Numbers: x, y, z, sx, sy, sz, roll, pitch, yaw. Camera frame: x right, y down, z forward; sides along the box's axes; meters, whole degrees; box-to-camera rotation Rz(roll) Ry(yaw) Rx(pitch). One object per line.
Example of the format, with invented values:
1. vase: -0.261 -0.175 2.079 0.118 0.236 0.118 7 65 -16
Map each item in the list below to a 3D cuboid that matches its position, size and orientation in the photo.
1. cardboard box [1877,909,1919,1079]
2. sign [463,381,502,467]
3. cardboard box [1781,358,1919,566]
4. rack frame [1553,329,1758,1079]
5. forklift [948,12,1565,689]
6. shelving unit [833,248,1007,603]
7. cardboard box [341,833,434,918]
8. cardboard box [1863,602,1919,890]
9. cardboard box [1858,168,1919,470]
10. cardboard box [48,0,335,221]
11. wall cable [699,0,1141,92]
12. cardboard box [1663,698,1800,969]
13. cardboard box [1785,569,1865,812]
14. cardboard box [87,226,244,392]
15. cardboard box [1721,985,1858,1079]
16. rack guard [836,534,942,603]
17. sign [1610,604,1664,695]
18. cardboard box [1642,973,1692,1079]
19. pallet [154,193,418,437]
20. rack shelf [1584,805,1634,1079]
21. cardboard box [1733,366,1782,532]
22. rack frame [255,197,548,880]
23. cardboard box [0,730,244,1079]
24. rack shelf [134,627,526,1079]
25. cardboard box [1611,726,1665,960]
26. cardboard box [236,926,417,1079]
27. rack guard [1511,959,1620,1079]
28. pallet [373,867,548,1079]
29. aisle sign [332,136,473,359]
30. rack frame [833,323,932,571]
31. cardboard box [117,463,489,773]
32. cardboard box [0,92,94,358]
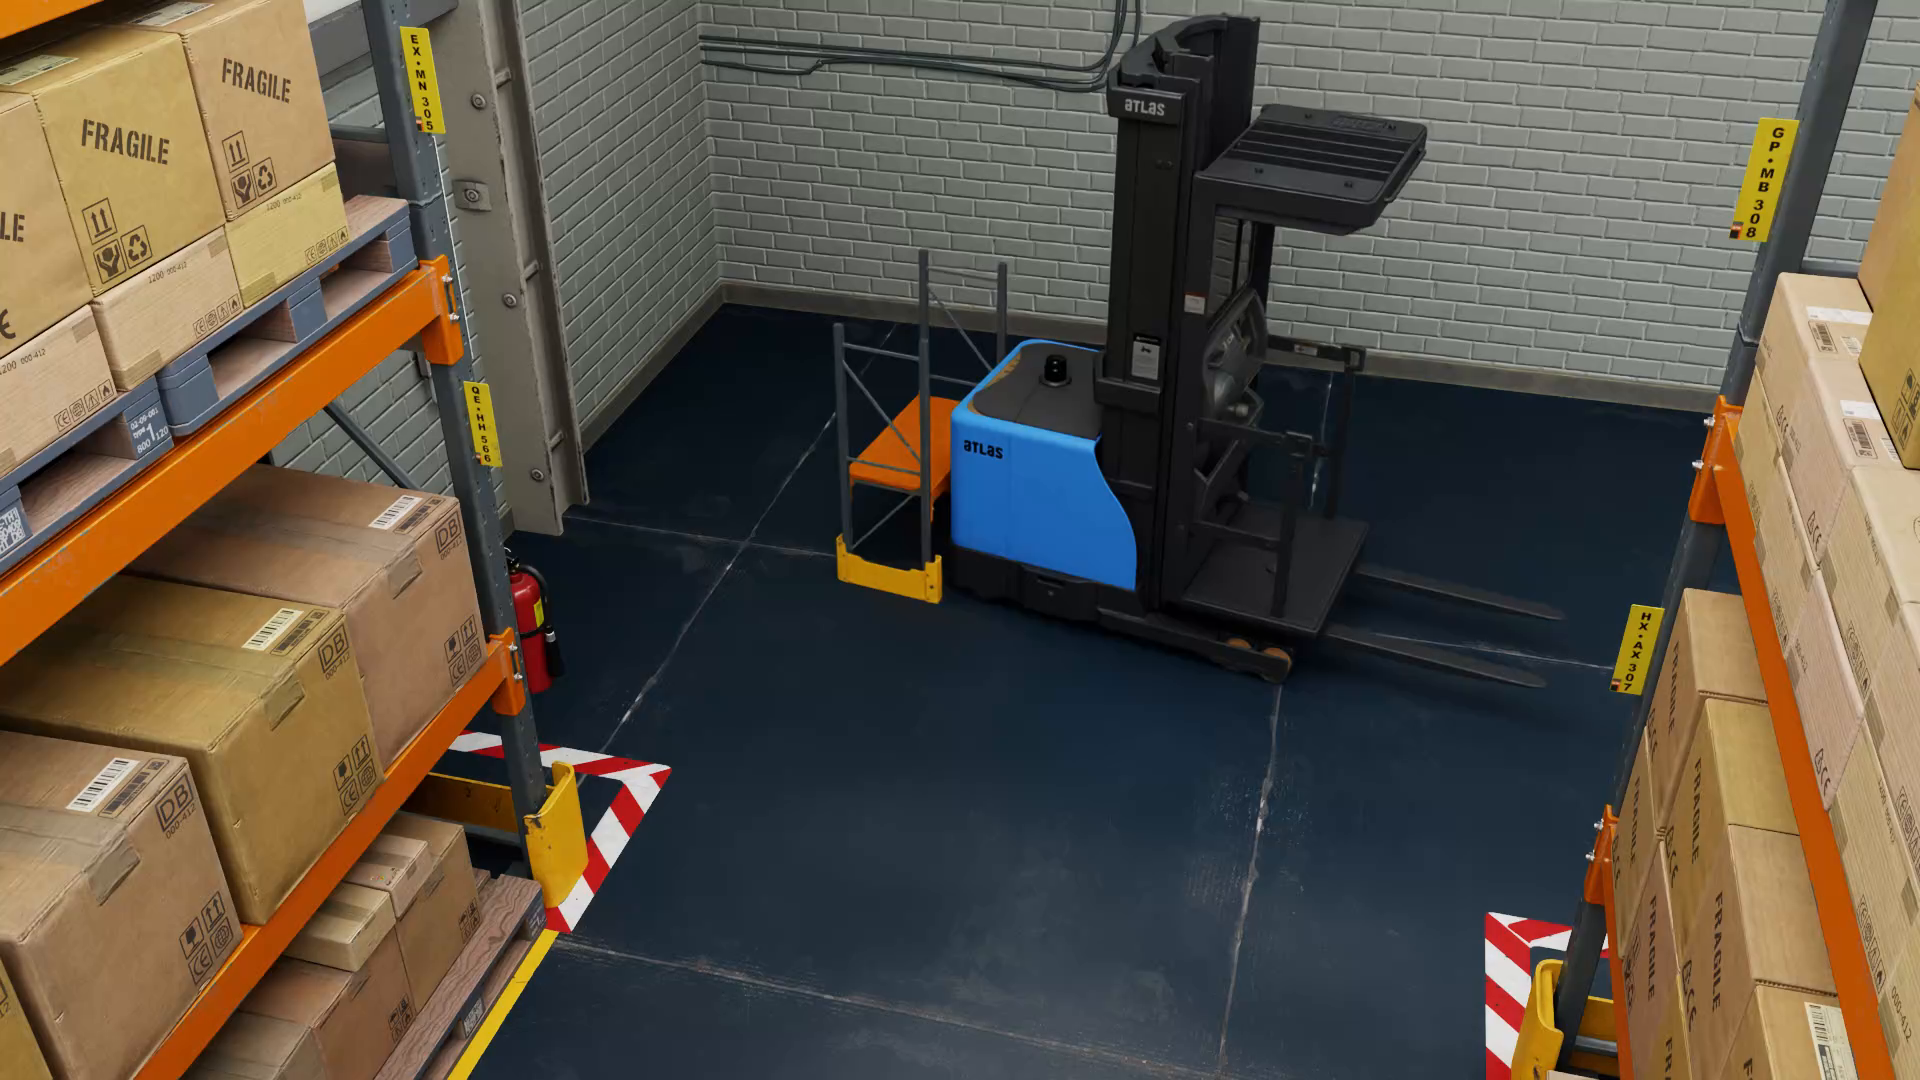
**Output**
1. cardboard box: 1.715 0.845 2.469 0.500 0.250 0.500 8 33 12
2. sign: -1.663 -0.401 5.785 0.100 0.325 0.005 8 33 12
3. cardboard box: 2.093 -0.145 3.560 0.500 0.250 0.500 8 33 12
4. rack frame: 2.608 0.779 5.229 1.000 3.000 0.127 8 33 12
5. forklift: 1.496 -0.867 7.881 3.031 2.935 1.130 14 35 21
6. shelving unit: -0.181 -0.625 8.835 0.587 1.500 1.083 13 35 19
7. cardboard box: -2.121 1.179 5.934 0.380 0.149 0.250 8 33 12
8. cardboard box: 1.841 0.374 2.743 0.500 0.250 0.500 8 33 12
9. cardboard box: 2.285 -0.434 3.316 0.700 0.500 0.500 8 33 12
10. cardboard box: -2.106 -1.215 4.525 0.500 0.500 0.500 8 33 12
11. wall cable: -0.403 -4.001 10.050 3.097 2.526 0.112 8 33 12
12. cardboard box: 2.115 0.782 4.199 0.500 0.500 0.500 8 33 13
13. cardboard box: 1.967 0.326 3.285 0.500 0.250 0.500 8 33 12
14. cardboard box: -2.244 -0.629 4.303 0.500 0.250 0.500 7 33 11
15. cardboard box: 1.856 1.304 3.377 0.500 0.500 0.500 8 33 12
16. rack guard: -0.375 0.148 8.784 0.587 0.250 0.087 13 35 19
17. sign: 2.084 0.340 5.112 0.100 0.325 0.005 8 33 12
18. cardboard box: 1.985 1.460 4.065 0.500 0.500 0.500 8 33 12
19. pallet: -2.362 -0.735 4.898 1.003 0.211 1.213 8 33 12
20. rack shelf: 2.101 2.121 3.789 1.077 0.370 4.000 8 33 12
21. cardboard box: 2.232 -0.192 4.099 0.500 0.250 0.500 8 33 12
22. rack frame: -2.184 0.107 6.286 1.000 3.000 0.127 8 33 12
23. cardboard box: -2.680 1.019 4.571 0.980 0.700 0.700 6 33 10
24. rack shelf: -2.692 1.448 4.847 1.077 0.370 4.000 8 33 12
25. cardboard box: 2.241 0.931 4.896 0.500 0.500 0.500 9 33 13
26. cardboard box: -2.392 1.621 5.843 0.700 0.500 0.500 8 33 12
27. rack guard: 2.589 1.873 5.837 1.175 0.500 0.348 8 33 12
28. pallet: -2.311 1.709 6.365 1.003 0.211 1.213 8 33 12
29. aisle sign: -1.876 -0.987 5.583 0.394 0.787 0.004 8 33 12
30. rack frame: -0.383 -0.370 8.433 0.500 1.500 0.032 13 35 19
31. cardboard box: -2.304 0.246 5.787 0.980 0.700 0.700 10 34 15
32. cardboard box: -2.368 -0.685 3.692 0.500 0.500 0.500 7 33 10
